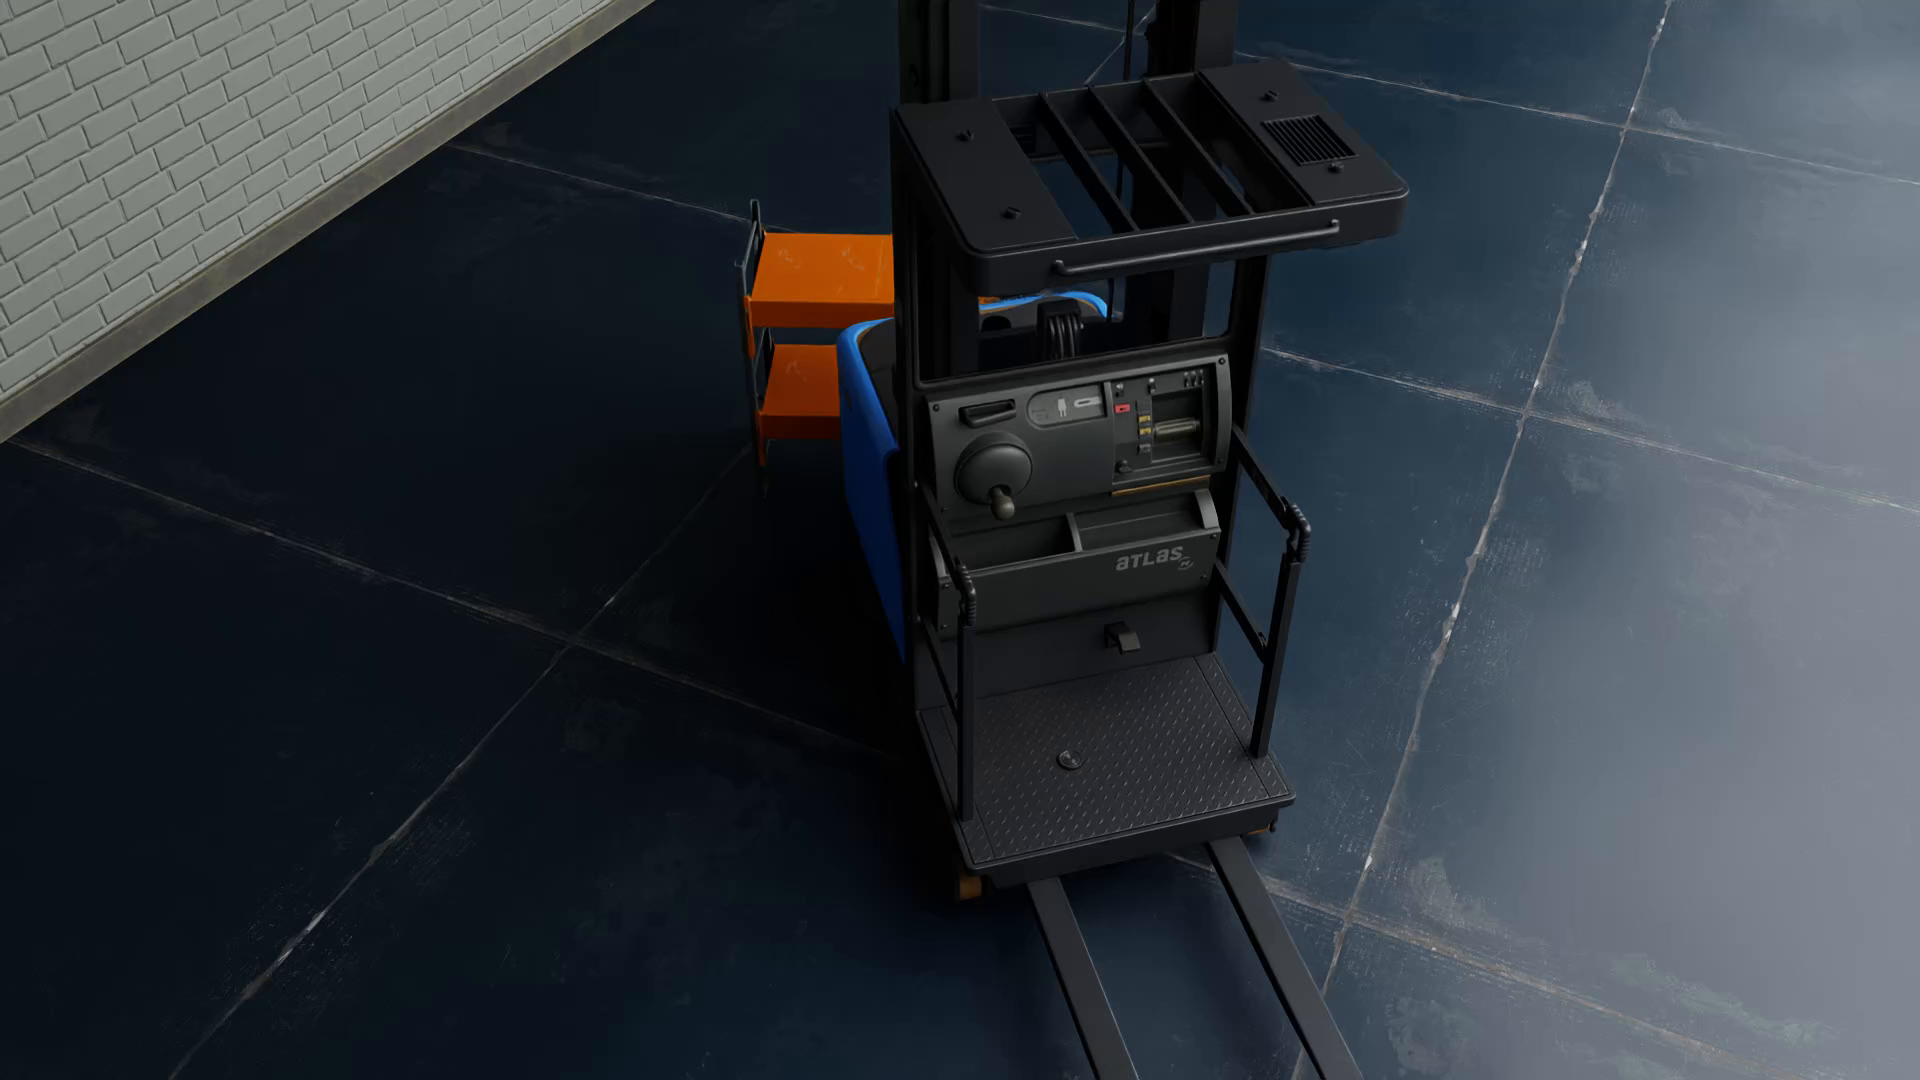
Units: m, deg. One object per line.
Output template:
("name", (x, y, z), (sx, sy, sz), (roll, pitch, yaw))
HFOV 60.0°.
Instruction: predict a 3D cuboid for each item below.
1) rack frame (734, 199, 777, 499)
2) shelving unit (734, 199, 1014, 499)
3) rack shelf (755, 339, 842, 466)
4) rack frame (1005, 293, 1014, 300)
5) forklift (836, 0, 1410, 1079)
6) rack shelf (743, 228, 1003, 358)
("rack frame", (-0.821, -0.761, 6.769), (0.032, 1.125, 0.500), (1, 41, 1))
("shelving unit", (-0.313, -0.750, 6.756), (1.048, 1.125, 0.538), (1, 41, 1))
("rack shelf", (-0.313, -0.565, 6.916), (1.000, 0.278, 0.538), (1, 41, 1))
("rack frame", (0.195, -0.738, 6.743), (0.032, 1.125, 0.500), (1, 41, 1))
("forklift", (0.422, -0.229, 4.777), (1.130, 2.935, 3.031), (-10, 42, -12))
("rack shelf", (-0.313, -0.971, 6.564), (1.000, 0.278, 0.538), (1, 41, 1))
